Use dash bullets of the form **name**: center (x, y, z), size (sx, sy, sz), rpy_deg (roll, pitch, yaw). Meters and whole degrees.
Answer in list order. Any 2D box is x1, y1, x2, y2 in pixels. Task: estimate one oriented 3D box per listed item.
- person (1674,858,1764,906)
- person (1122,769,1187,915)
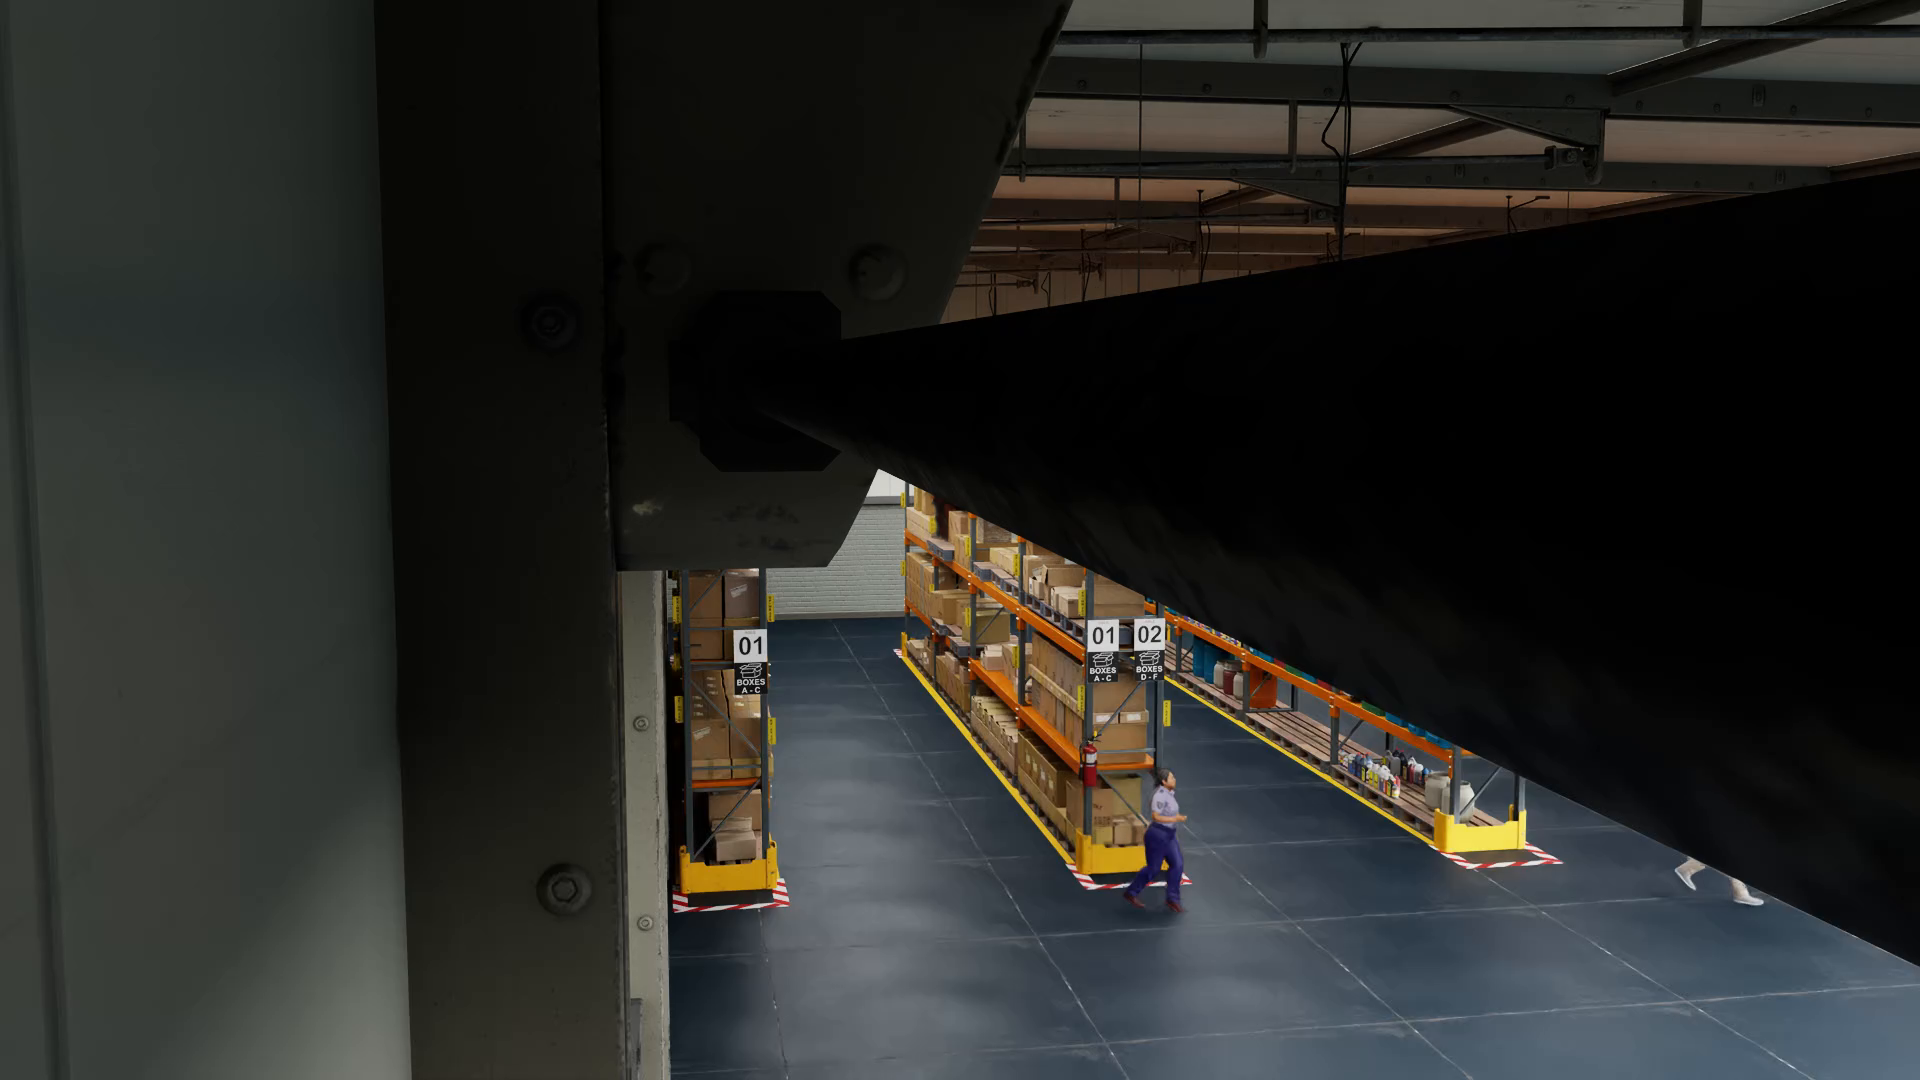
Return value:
- **person**: center (9.010, 3.421, 19.685), size (0.981, 1.704, 0.669), rpy_deg (2, 6, 22)
- **person**: center (2.324, 3.517, 19.462), size (0.756, 1.694, 0.605), rpy_deg (2, 6, 22)
